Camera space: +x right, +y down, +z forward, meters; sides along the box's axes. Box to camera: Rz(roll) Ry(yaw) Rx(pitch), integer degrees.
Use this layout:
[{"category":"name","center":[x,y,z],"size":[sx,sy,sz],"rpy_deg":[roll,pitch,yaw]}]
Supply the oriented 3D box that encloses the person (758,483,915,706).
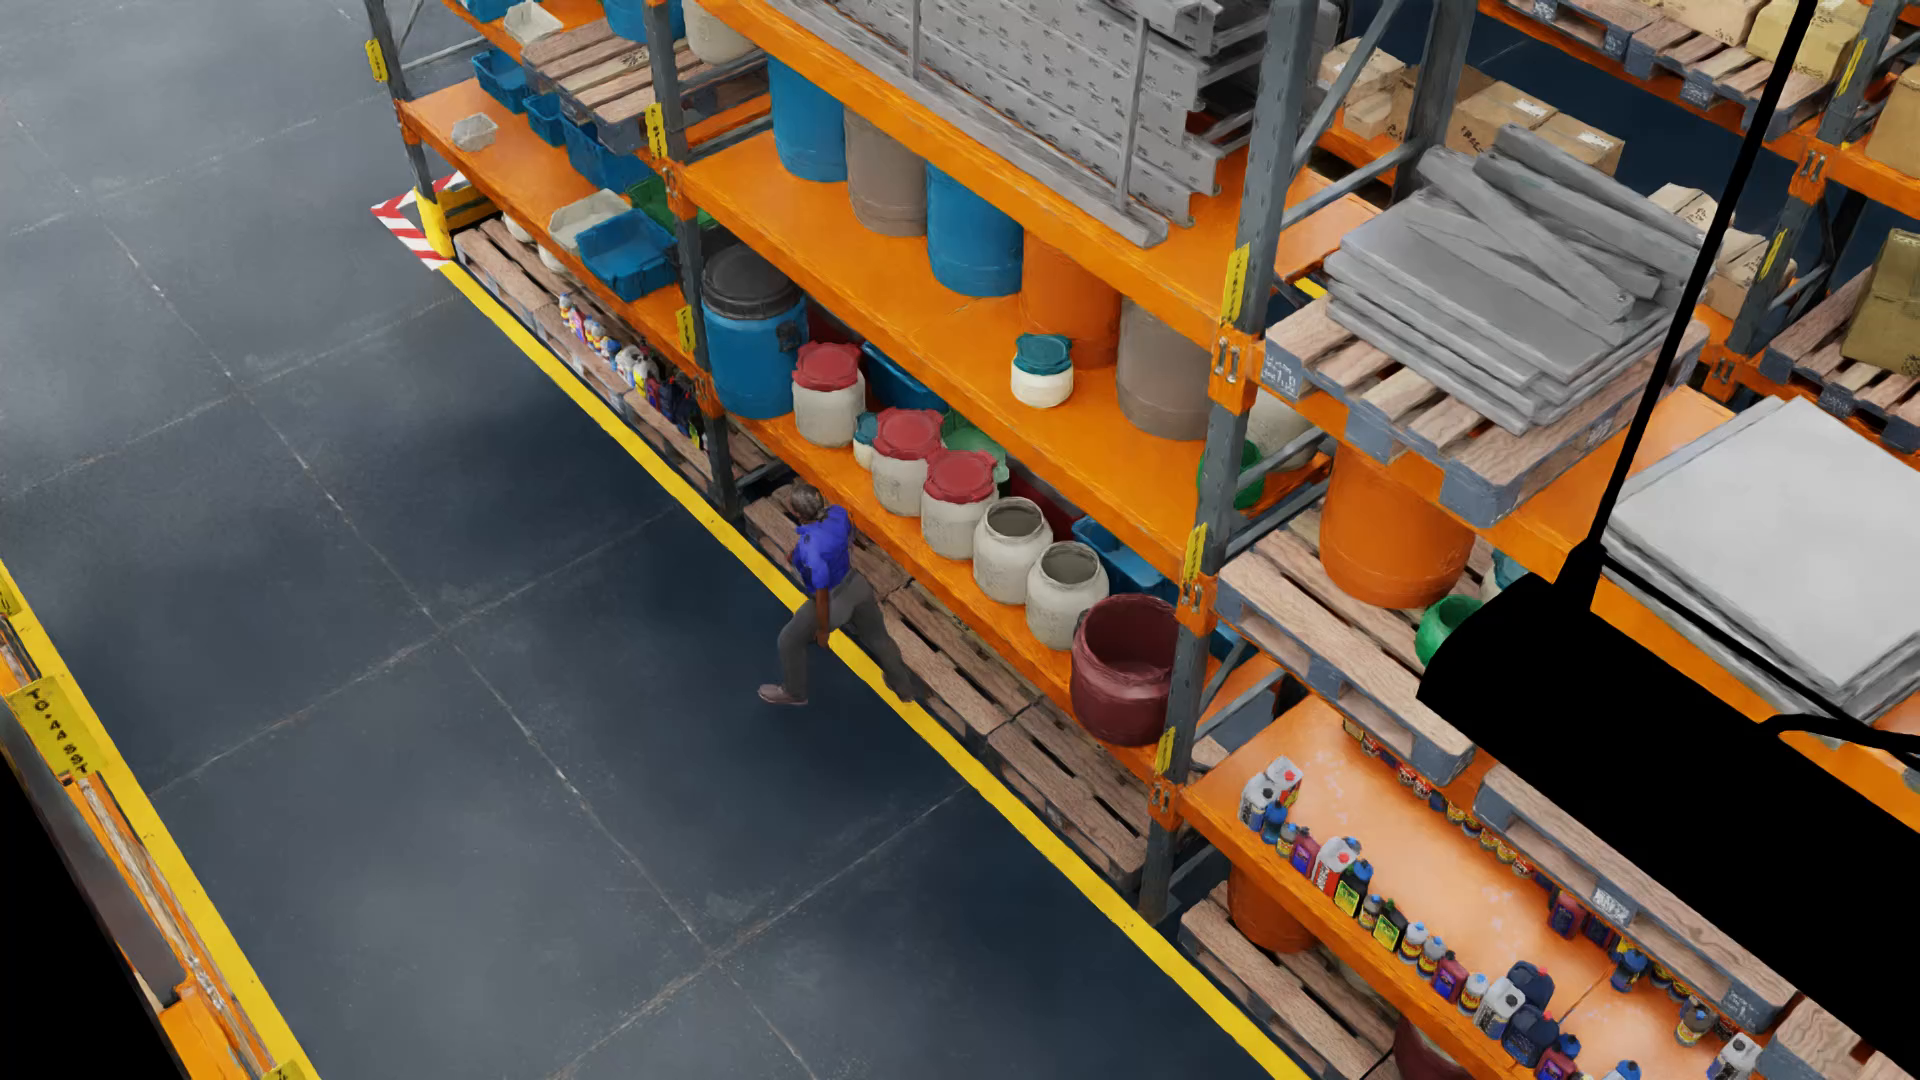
[{"category":"person","center":[-0.696,0.349,9.174],"size":[0.811,1.577,0.626],"rpy_deg":[24,51,21]}]
